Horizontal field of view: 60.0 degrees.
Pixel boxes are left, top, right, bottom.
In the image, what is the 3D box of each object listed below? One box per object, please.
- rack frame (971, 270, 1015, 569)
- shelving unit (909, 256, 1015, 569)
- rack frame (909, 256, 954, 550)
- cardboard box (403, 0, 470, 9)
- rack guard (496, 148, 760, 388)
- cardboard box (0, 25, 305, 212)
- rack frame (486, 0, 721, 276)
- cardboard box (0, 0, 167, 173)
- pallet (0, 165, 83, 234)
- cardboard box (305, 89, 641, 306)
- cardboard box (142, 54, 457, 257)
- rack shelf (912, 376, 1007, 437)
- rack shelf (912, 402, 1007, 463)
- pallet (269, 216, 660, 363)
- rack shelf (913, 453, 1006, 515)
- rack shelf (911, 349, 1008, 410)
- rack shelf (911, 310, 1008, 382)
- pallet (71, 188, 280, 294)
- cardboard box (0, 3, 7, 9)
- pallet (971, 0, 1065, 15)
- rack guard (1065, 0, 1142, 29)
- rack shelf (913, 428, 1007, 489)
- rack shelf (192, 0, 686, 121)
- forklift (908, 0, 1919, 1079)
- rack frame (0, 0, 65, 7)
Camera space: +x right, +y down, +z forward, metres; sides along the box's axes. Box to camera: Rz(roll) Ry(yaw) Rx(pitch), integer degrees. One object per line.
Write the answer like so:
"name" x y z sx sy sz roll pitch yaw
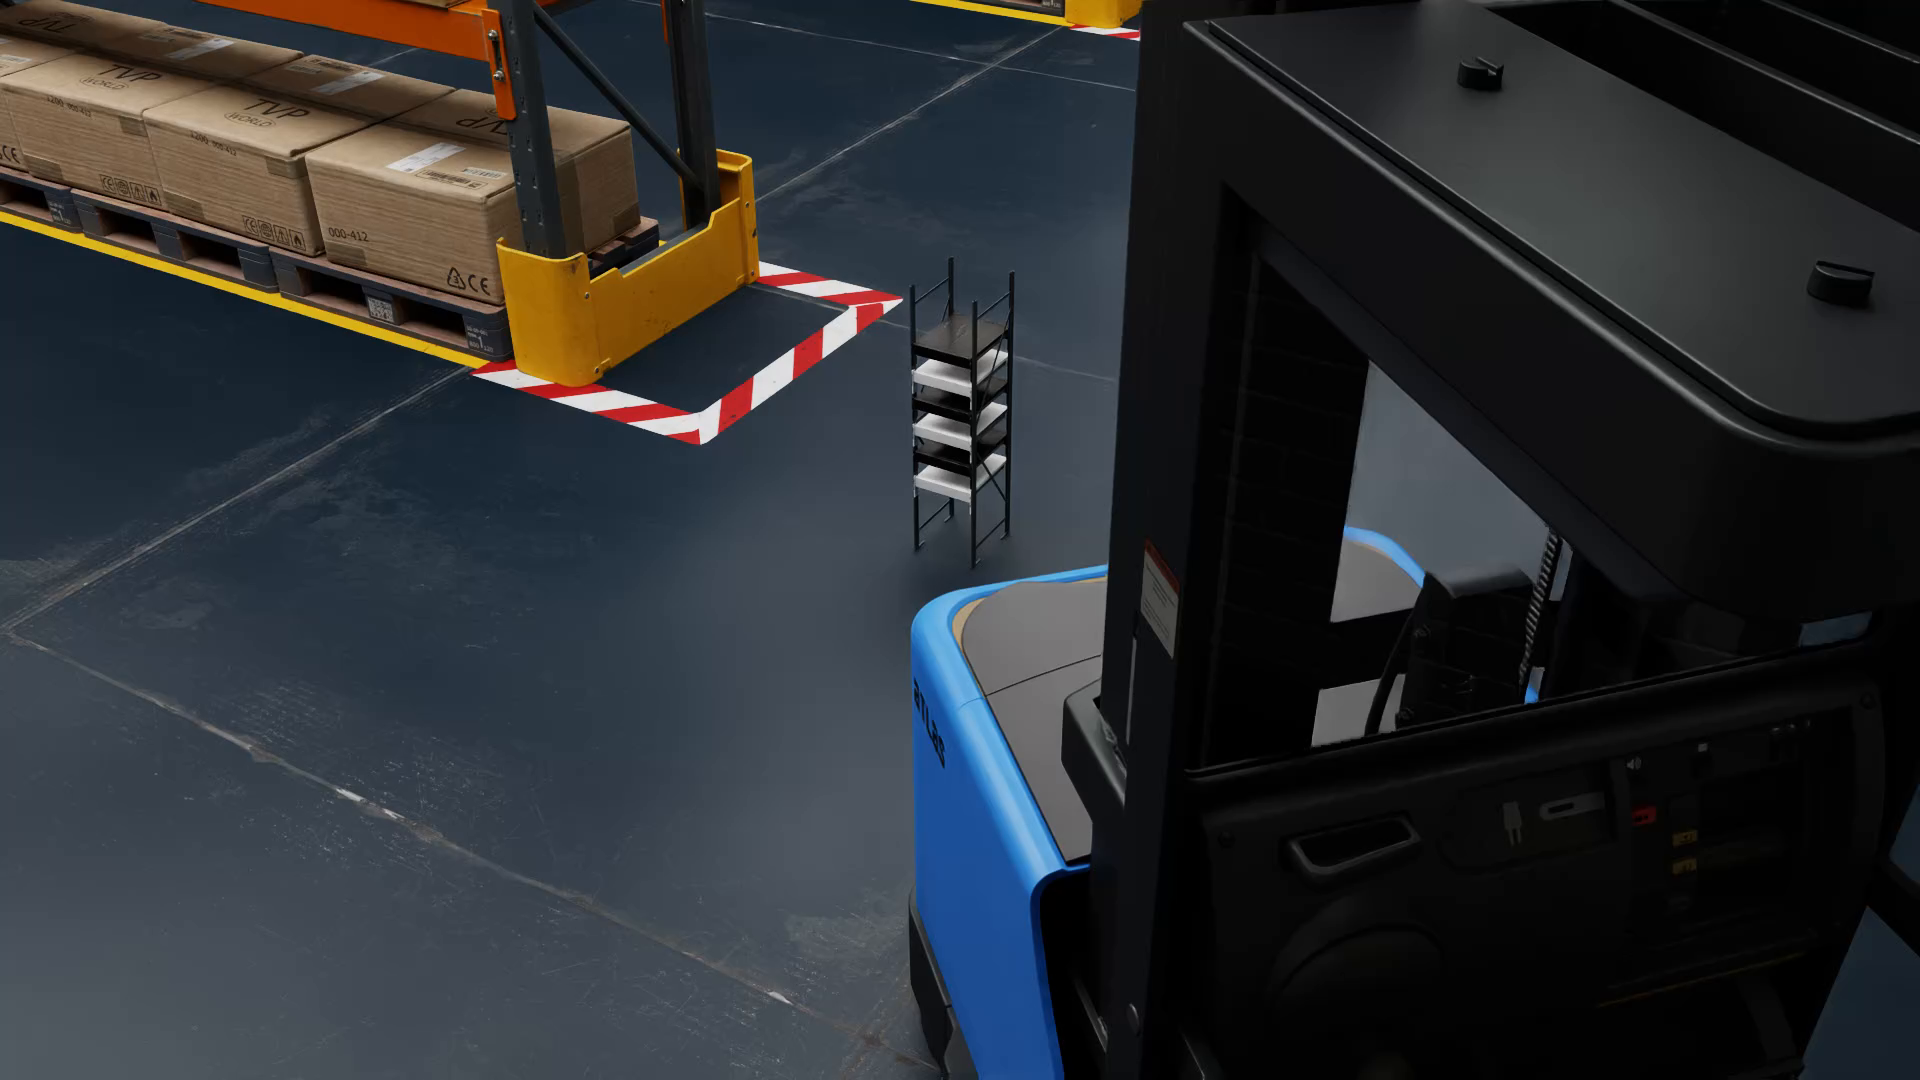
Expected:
"rack frame" 0.095 -0.344 4.955 0.006 0.900 0.240 18 37 24
"shelving unit" 0.007 -0.372 4.997 0.210 0.900 0.258 18 37 24
"rack frame" -0.081 -0.400 5.039 0.006 0.900 0.240 18 37 24
"cardboard box" -1.815 -2.175 5.720 0.500 0.500 0.500 18 38 25
"rack guard" -1.244 -1.081 6.422 0.348 0.500 1.175 18 37 24
"cardboard box" -3.468 -1.866 7.279 0.875 0.438 0.875 16 37 23
"rack frame" -1.265 -2.128 5.739 0.127 3.000 1.000 18 37 24
"cardboard box" -4.246 -2.112 7.648 0.875 0.438 0.875 17 37 24
"pallet" -4.116 -1.821 7.794 1.213 0.211 1.003 18 37 24
"cardboard box" -1.887 -1.370 6.534 0.875 0.438 0.875 16 37 23
"cardboard box" -2.686 -1.617 6.905 0.875 0.438 0.875 19 38 26
"rack shelf" 0.007 -0.419 4.966 0.200 0.077 0.258 18 37 24
"rack shelf" 0.007 -0.345 5.016 0.200 0.077 0.258 18 37 24
"pallet" -1.998 -1.150 6.786 1.213 0.211 1.003 18 37 24
"rack shelf" 0.007 -0.195 5.115 0.200 0.077 0.258 18 37 24
"rack shelf" 0.007 -0.494 4.916 0.200 0.077 0.258 18 37 24
"rack shelf" 0.007 -0.569 4.866 0.200 0.077 0.258 18 37 24
"pallet" -3.053 -1.486 7.291 1.213 0.211 1.003 18 37 24
"cardboard box" -5.316 -2.651 8.062 0.875 0.875 0.875 19 38 26
"pallet" 0.350 -3.639 10.524 1.213 0.211 1.003 18 37 24
"rack guard" 1.038 -3.518 10.083 0.348 0.500 1.175 18 37 24
"rack shelf" 0.007 -0.270 5.066 0.200 0.077 0.258 18 37 24
"rack shelf" -3.001 -2.379 6.765 4.000 0.370 1.077 18 37 24
"forklift" 0.796 0.487 1.875 1.130 2.935 3.031 -9 35 -14
"rack frame" -4.738 -3.228 7.391 0.127 3.000 1.000 18 37 24
